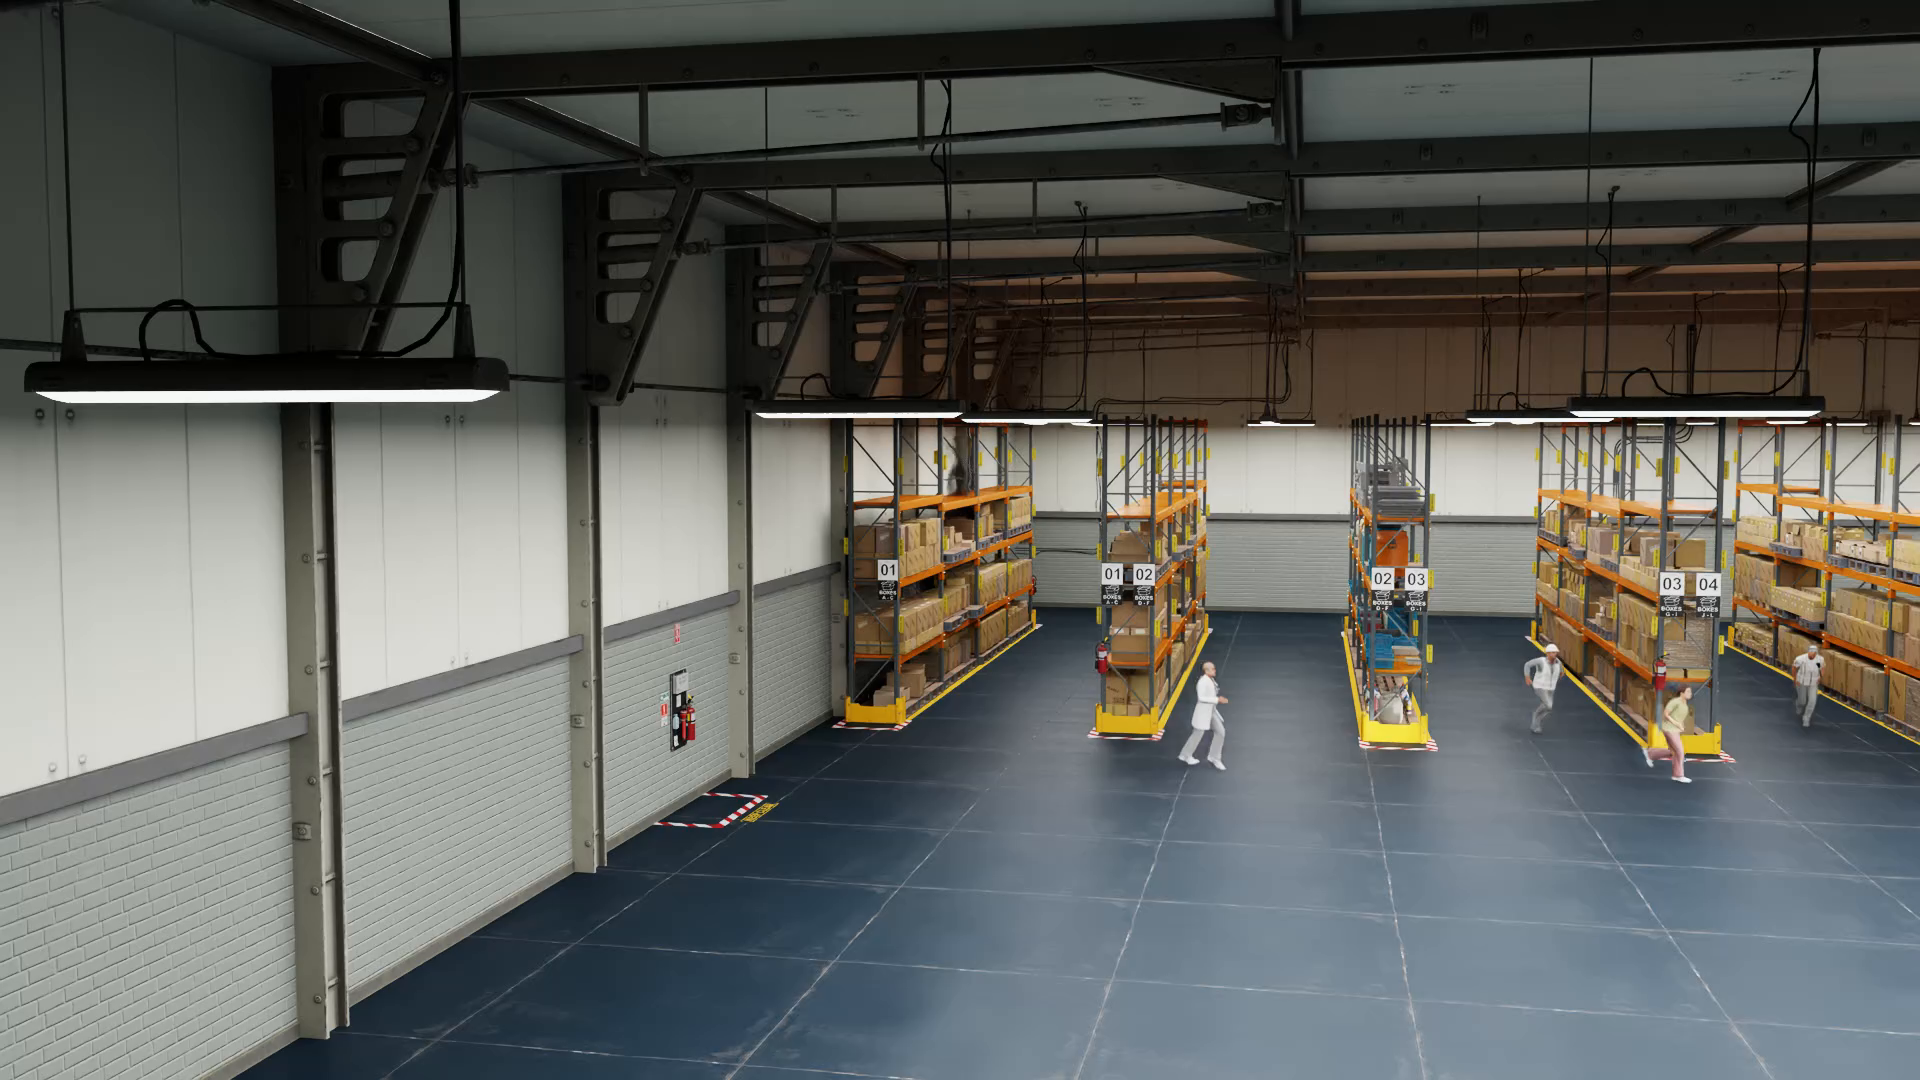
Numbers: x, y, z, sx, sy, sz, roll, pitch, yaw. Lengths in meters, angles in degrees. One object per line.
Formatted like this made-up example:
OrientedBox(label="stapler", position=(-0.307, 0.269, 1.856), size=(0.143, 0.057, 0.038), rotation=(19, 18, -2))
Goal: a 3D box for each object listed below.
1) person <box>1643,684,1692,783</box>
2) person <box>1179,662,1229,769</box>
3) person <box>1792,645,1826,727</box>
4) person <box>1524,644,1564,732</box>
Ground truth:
OrientedBox(label="person", position=(11.547, 3.123, 27.164), size=(0.555, 1.615, 0.780), rotation=(-3, 5, -39))
OrientedBox(label="person", position=(4.135, 2.972, 28.078), size=(0.907, 1.835, 0.641), rotation=(3, 5, 35))
OrientedBox(label="person", position=(16.453, 2.806, 32.273), size=(0.606, 1.617, 0.891), rotation=(1, 4, 10))
OrientedBox(label="person", position=(11.005, 2.787, 31.232), size=(0.644, 1.698, 0.803), rotation=(-1, 4, -21))
